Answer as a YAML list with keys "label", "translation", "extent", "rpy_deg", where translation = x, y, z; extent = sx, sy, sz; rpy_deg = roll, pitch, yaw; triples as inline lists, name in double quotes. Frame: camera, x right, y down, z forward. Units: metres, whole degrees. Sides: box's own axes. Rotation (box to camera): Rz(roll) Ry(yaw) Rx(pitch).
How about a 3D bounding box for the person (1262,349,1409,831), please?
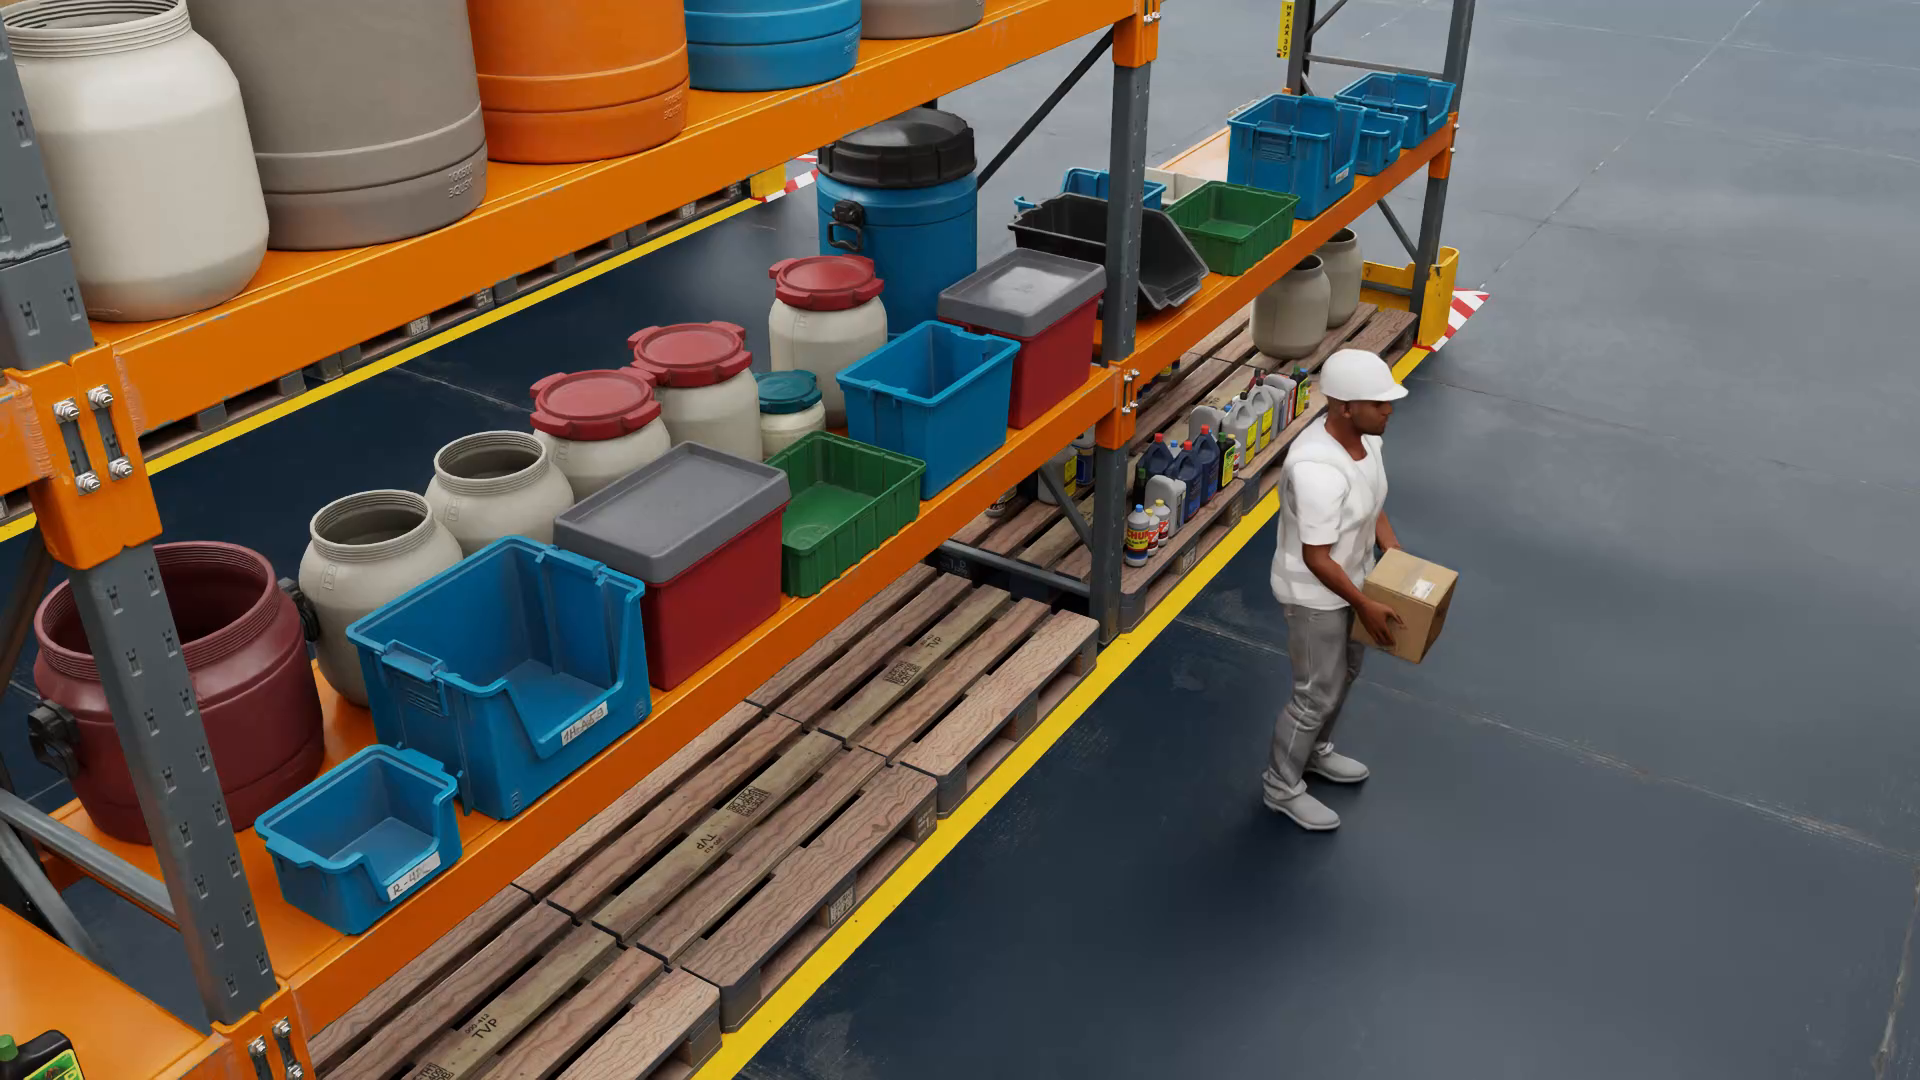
- label: "person"
  translation: [1.346, 0.175, 5.806]
  extent: [0.509, 1.768, 0.562]
  rpy_deg: [17, 34, 27]
